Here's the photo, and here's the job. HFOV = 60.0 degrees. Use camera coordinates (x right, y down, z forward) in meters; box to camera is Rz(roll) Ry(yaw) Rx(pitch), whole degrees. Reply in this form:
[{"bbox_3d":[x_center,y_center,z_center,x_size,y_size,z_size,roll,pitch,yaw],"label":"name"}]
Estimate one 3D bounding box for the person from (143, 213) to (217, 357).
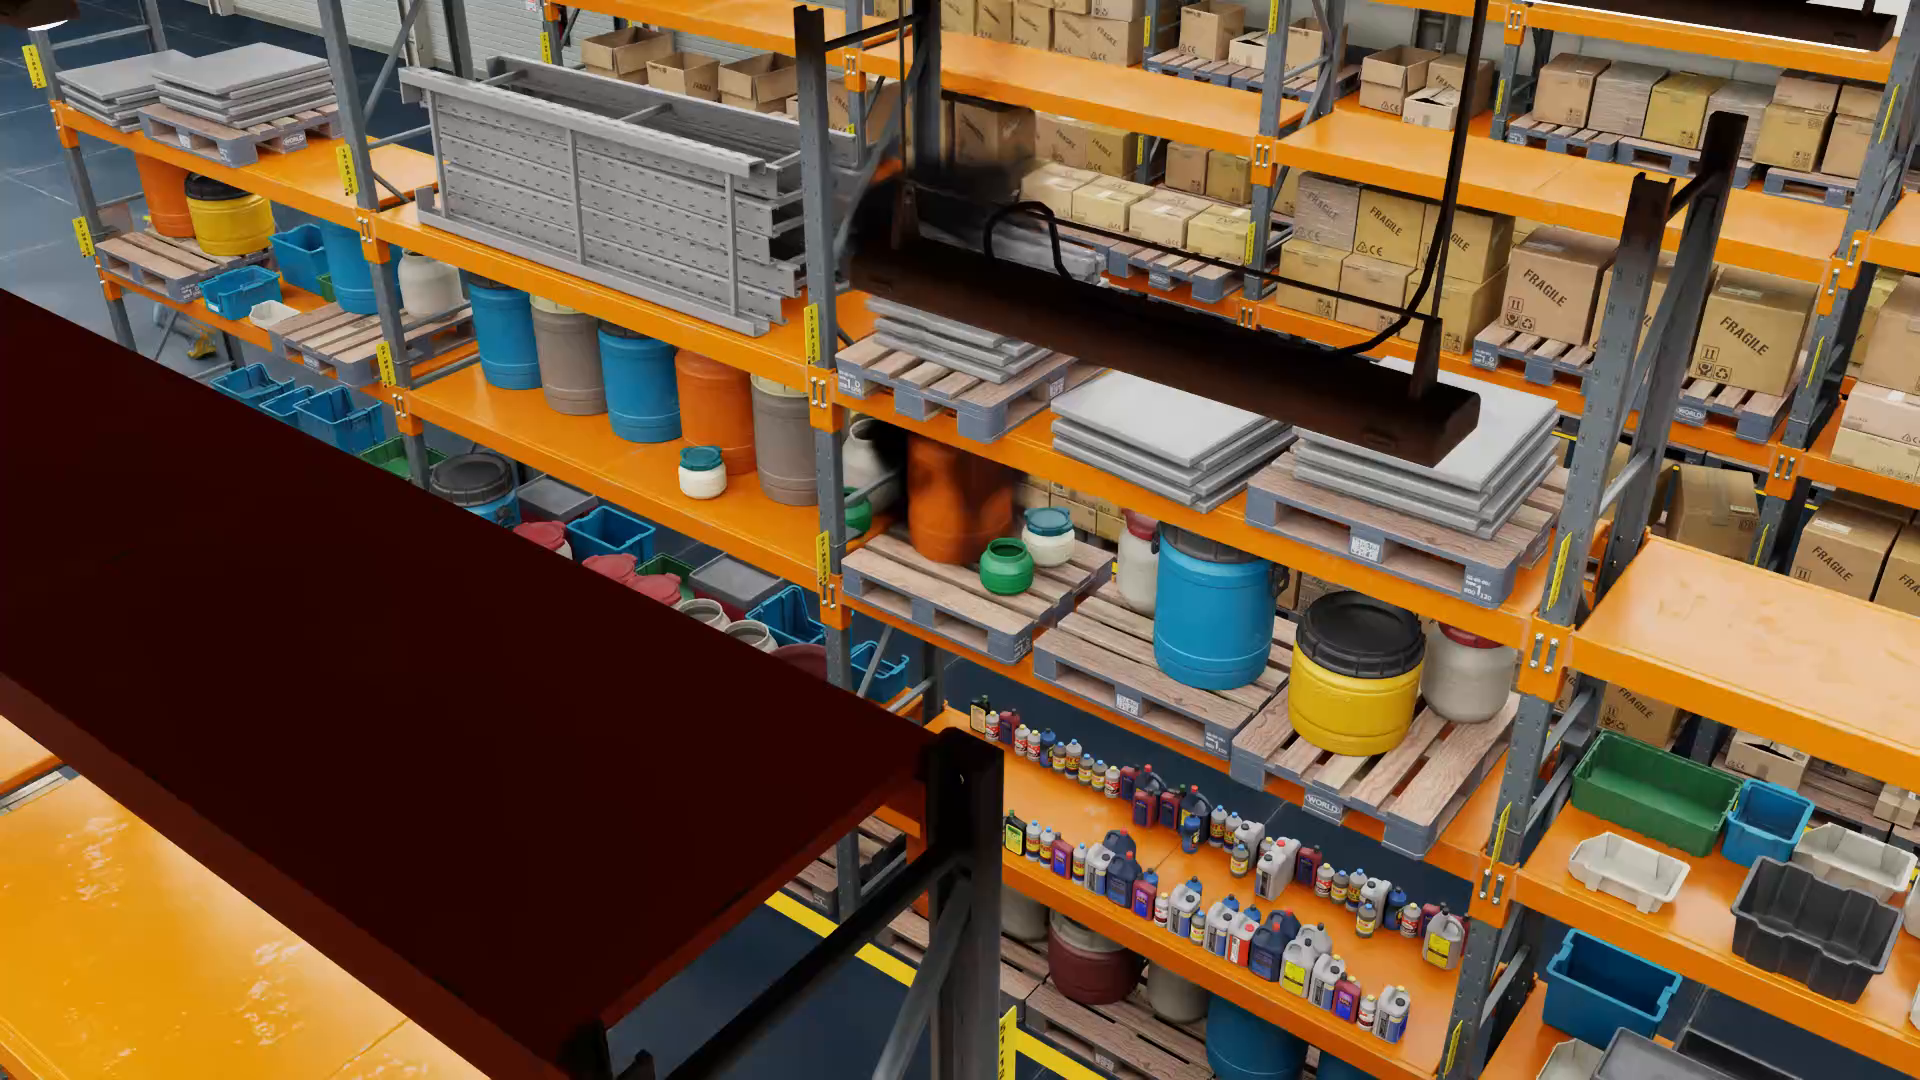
[{"bbox_3d":[-8.613,-2.782,18.151,0.623,1.725,0.685,-16,35,-24],"label":"person"}]
